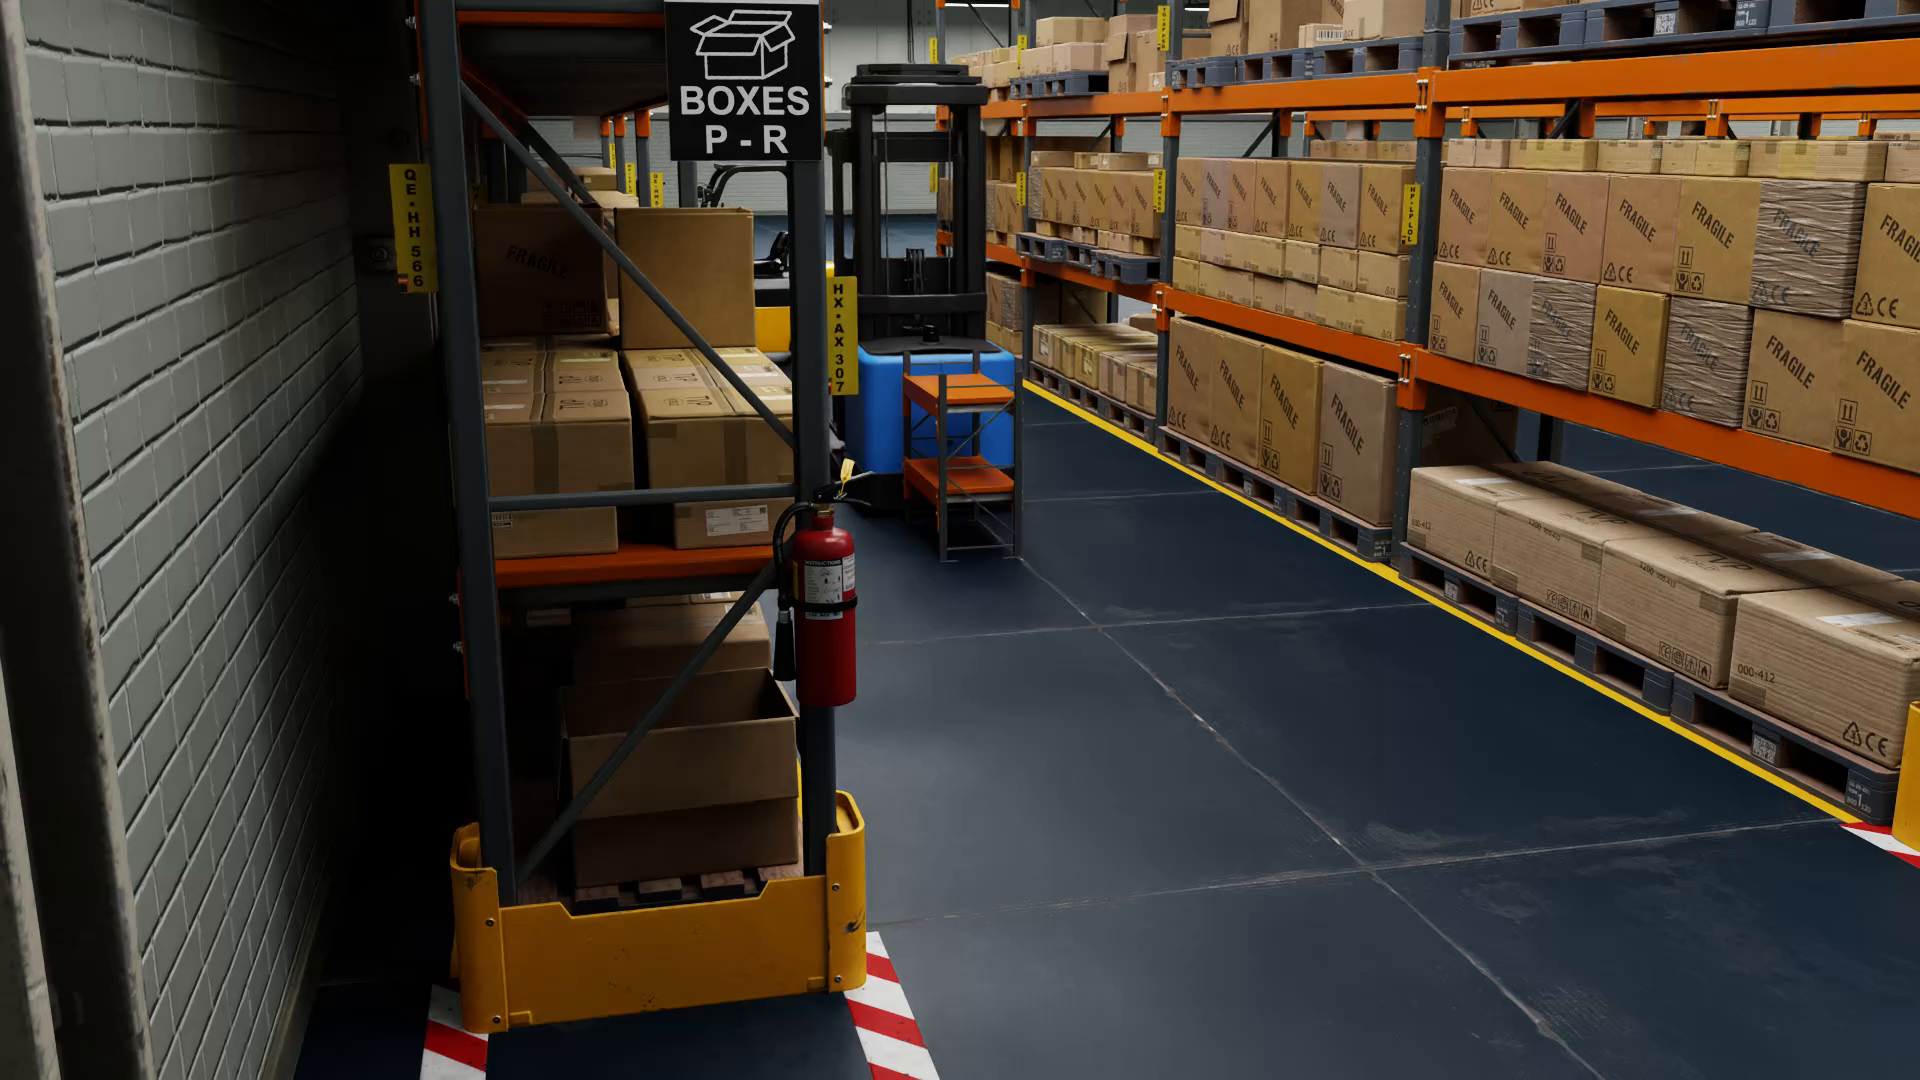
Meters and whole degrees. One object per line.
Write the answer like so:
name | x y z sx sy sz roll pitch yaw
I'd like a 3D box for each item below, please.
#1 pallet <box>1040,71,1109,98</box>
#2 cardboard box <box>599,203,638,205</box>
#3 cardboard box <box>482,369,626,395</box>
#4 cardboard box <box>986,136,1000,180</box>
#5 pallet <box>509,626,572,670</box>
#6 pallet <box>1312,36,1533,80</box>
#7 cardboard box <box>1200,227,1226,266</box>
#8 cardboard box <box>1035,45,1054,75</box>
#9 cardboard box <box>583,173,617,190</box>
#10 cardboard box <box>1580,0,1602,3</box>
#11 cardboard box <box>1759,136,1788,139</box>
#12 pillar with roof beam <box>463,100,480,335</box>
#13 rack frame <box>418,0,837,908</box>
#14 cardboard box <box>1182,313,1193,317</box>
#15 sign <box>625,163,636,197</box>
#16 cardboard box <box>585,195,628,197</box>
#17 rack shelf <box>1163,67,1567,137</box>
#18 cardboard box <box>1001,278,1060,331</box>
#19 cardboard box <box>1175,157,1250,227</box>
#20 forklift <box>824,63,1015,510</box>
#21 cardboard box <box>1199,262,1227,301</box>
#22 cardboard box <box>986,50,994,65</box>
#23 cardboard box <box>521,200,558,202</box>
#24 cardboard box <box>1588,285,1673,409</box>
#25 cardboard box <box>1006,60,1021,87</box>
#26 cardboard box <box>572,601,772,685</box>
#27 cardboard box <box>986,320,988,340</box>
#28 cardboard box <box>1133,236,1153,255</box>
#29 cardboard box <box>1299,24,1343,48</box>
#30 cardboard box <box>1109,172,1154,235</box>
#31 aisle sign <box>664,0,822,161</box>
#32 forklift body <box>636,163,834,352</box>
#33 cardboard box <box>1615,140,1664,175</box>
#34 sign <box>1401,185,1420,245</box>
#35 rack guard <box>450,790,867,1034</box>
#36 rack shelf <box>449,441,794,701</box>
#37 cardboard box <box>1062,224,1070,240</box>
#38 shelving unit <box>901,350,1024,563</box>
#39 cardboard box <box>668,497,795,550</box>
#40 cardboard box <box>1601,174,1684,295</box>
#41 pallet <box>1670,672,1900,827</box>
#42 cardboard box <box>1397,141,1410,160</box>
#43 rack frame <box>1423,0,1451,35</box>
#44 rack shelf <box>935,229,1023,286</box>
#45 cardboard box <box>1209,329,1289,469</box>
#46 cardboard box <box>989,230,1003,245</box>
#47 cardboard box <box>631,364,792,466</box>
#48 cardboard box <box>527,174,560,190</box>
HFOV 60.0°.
pallet | 1.435 -4.135 15.107 1.213 0.211 1.003 -3 14 -13
cardboard box | -2.676 -2.529 12.882 0.380 0.149 0.250 -3 14 -12
cardboard box | -1.345 -0.393 5.403 0.500 0.250 0.500 -3 14 -13
cardboard box | 0.651 -4.535 19.726 0.700 0.500 0.500 -3 14 -13
pallet | -1.638 0.480 8.019 1.003 0.211 1.213 -3 14 -13
pallet | 2.762 -2.884 9.994 0.805 0.209 1.217 -4 14 -15
cardboard box | 2.086 -2.154 12.185 0.500 0.250 0.500 -3 14 -12
cardboard box | 1.014 -4.471 15.517 0.500 0.250 0.500 -3 14 -14
cardboard box | -3.464 -3.477 16.135 0.380 0.149 0.250 -3 14 -12
cardboard box | 3.374 -2.762 7.777 0.797 0.503 0.637 -2 14 -9
cardboard box | 10.171 -4.707 20.428 0.500 0.500 0.500 -3 14 -13
pillar with roof beam | 0.265 -5.361 13.410 9.100 9.000 0.400 -3 14 -13
rack frame | -0.859 -0.111 4.560 1.000 3.000 0.127 -3 14 -13
cardboard box | 3.081 -2.603 20.019 0.637 0.503 0.797 10 17 35
sign | -3.152 -3.435 15.896 0.100 0.325 0.005 -3 14 -13
cardboard box | -3.105 -2.941 14.568 0.380 0.149 0.250 -4 14 -15
rack shelf | 2.556 -2.880 11.091 1.077 0.370 4.000 -3 14 -13
cardboard box | 0.747 -2.511 17.712 0.500 0.500 0.500 -3 14 -14
cardboard box | 1.964 -2.641 12.598 0.500 0.500 0.500 -4 14 -15
forklift | -0.402 -1.926 12.133 1.130 2.935 3.031 -3 14 -10
cardboard box | 2.094 -1.917 12.267 0.500 0.250 0.500 -4 14 -15
cardboard box | 0.490 -5.236 18.065 0.380 0.149 0.250 -3 14 -13
cardboard box | -3.433 -2.671 13.463 0.380 0.149 0.250 -4 14 -14
cardboard box | 3.227 -0.886 7.524 0.500 0.500 0.500 -3 14 -12
cardboard box | 0.781 -4.773 17.010 0.500 0.250 0.500 -3 14 -14
cardboard box | -1.073 0.554 6.222 0.700 0.500 0.500 -3 14 -11
cardboard box | 0.497 -2.386 18.782 0.500 0.250 0.500 -3 14 -12
cardboard box | 1.647 -2.436 13.722 0.380 0.149 0.250 -3 14 -12
cardboard box | 2.436 -3.286 10.846 0.380 0.166 0.250 -2 14 -8
cardboard box | 1.577 -2.839 14.004 0.500 0.500 0.500 -4 14 -14
aisle sign | -0.557 -1.374 4.254 0.394 0.787 0.004 -3 14 -13
forklift body | -2.398 -3.054 18.394 2.313 2.155 1.214 -3 14 -13
cardboard box | 3.187 -1.721 7.466 0.380 0.149 0.250 -3 14 -13
sign | 2.500 -1.802 9.212 0.100 0.325 0.005 -3 14 -13
rack guard | -0.877 1.086 4.928 1.175 0.500 0.348 -3 14 -13
rack shelf | -1.329 -0.223 6.534 1.077 0.370 4.000 -3 14 -13
cardboard box | 1.180 -2.912 15.673 0.380 0.149 0.250 -3 14 -12
shelving unit | 0.002 -0.545 10.287 0.538 1.125 1.048 -3 14 -13
cardboard box | -0.669 -0.080 4.963 0.380 0.149 0.250 -3 14 -14
cardboard box | 3.240 -1.370 7.396 0.500 0.500 0.500 -3 14 -14
pallet | 3.701 0.786 6.764 1.003 0.211 1.213 -3 14 -13
cardboard box | 5.646 -4.393 19.496 0.875 0.550 0.550 -3 14 -13
rack frame | 3.026 -4.225 8.761 1.000 3.000 0.127 -3 14 -13
rack shelf | 0.677 -3.268 19.001 1.077 0.370 4.000 -3 14 -13
cardboard box | 2.373 -1.036 11.938 0.875 0.875 0.875 -3 14 -13
cardboard box | 0.533 -3.326 18.249 0.380 0.149 0.250 -3 14 -14
cardboard box | -0.822 -0.418 5.508 0.500 0.250 0.500 -3 14 -13
cardboard box | -4.046 -3.444 15.999 0.380 0.149 0.250 -3 14 -13
